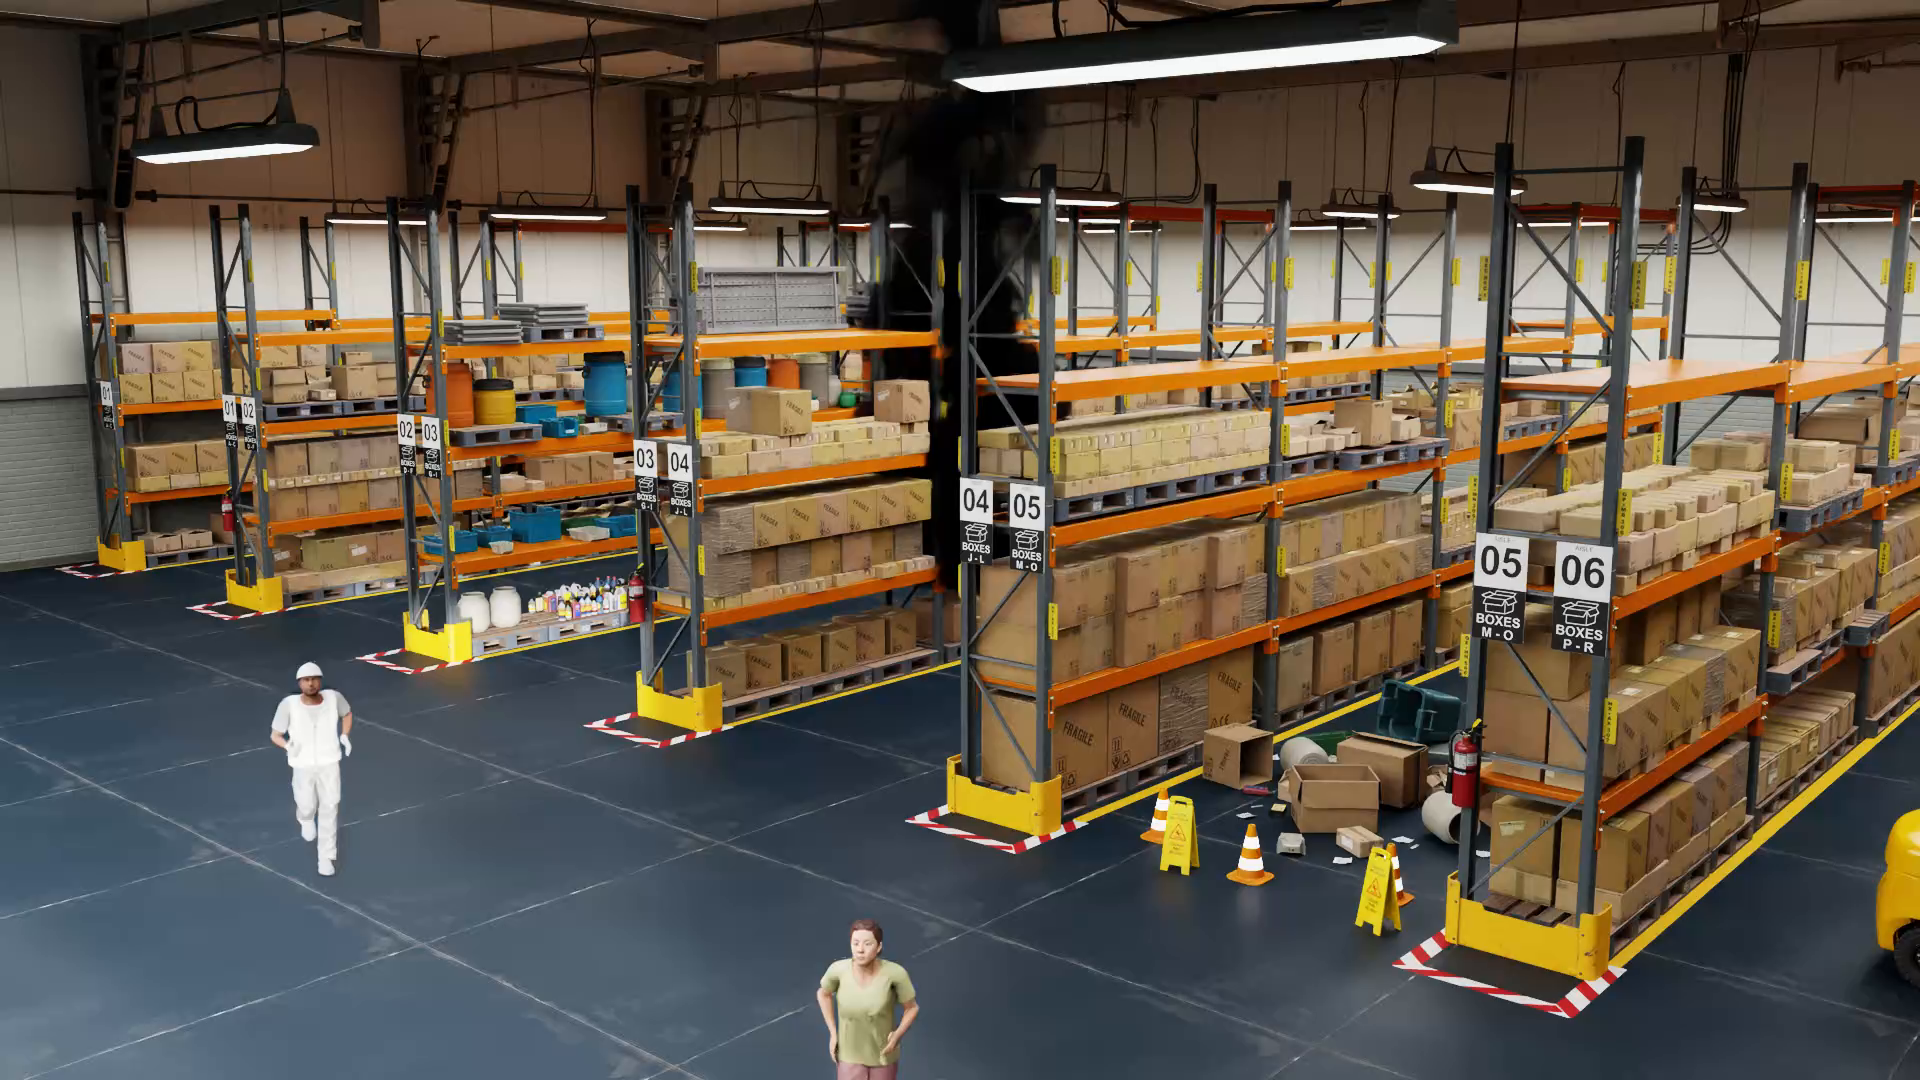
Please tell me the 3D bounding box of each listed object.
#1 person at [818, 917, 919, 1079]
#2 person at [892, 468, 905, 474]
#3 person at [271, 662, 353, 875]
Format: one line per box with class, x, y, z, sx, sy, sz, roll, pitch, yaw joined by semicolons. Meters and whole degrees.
person;-0.503;2.870;9.131;0.565;1.637;0.538;0;9;-3
person;-1.424;-1.087;32.315;0.659;1.789;0.965;5;11;26
person;-5.556;1.923;14.340;0.682;1.768;0.940;-5;11;-26
